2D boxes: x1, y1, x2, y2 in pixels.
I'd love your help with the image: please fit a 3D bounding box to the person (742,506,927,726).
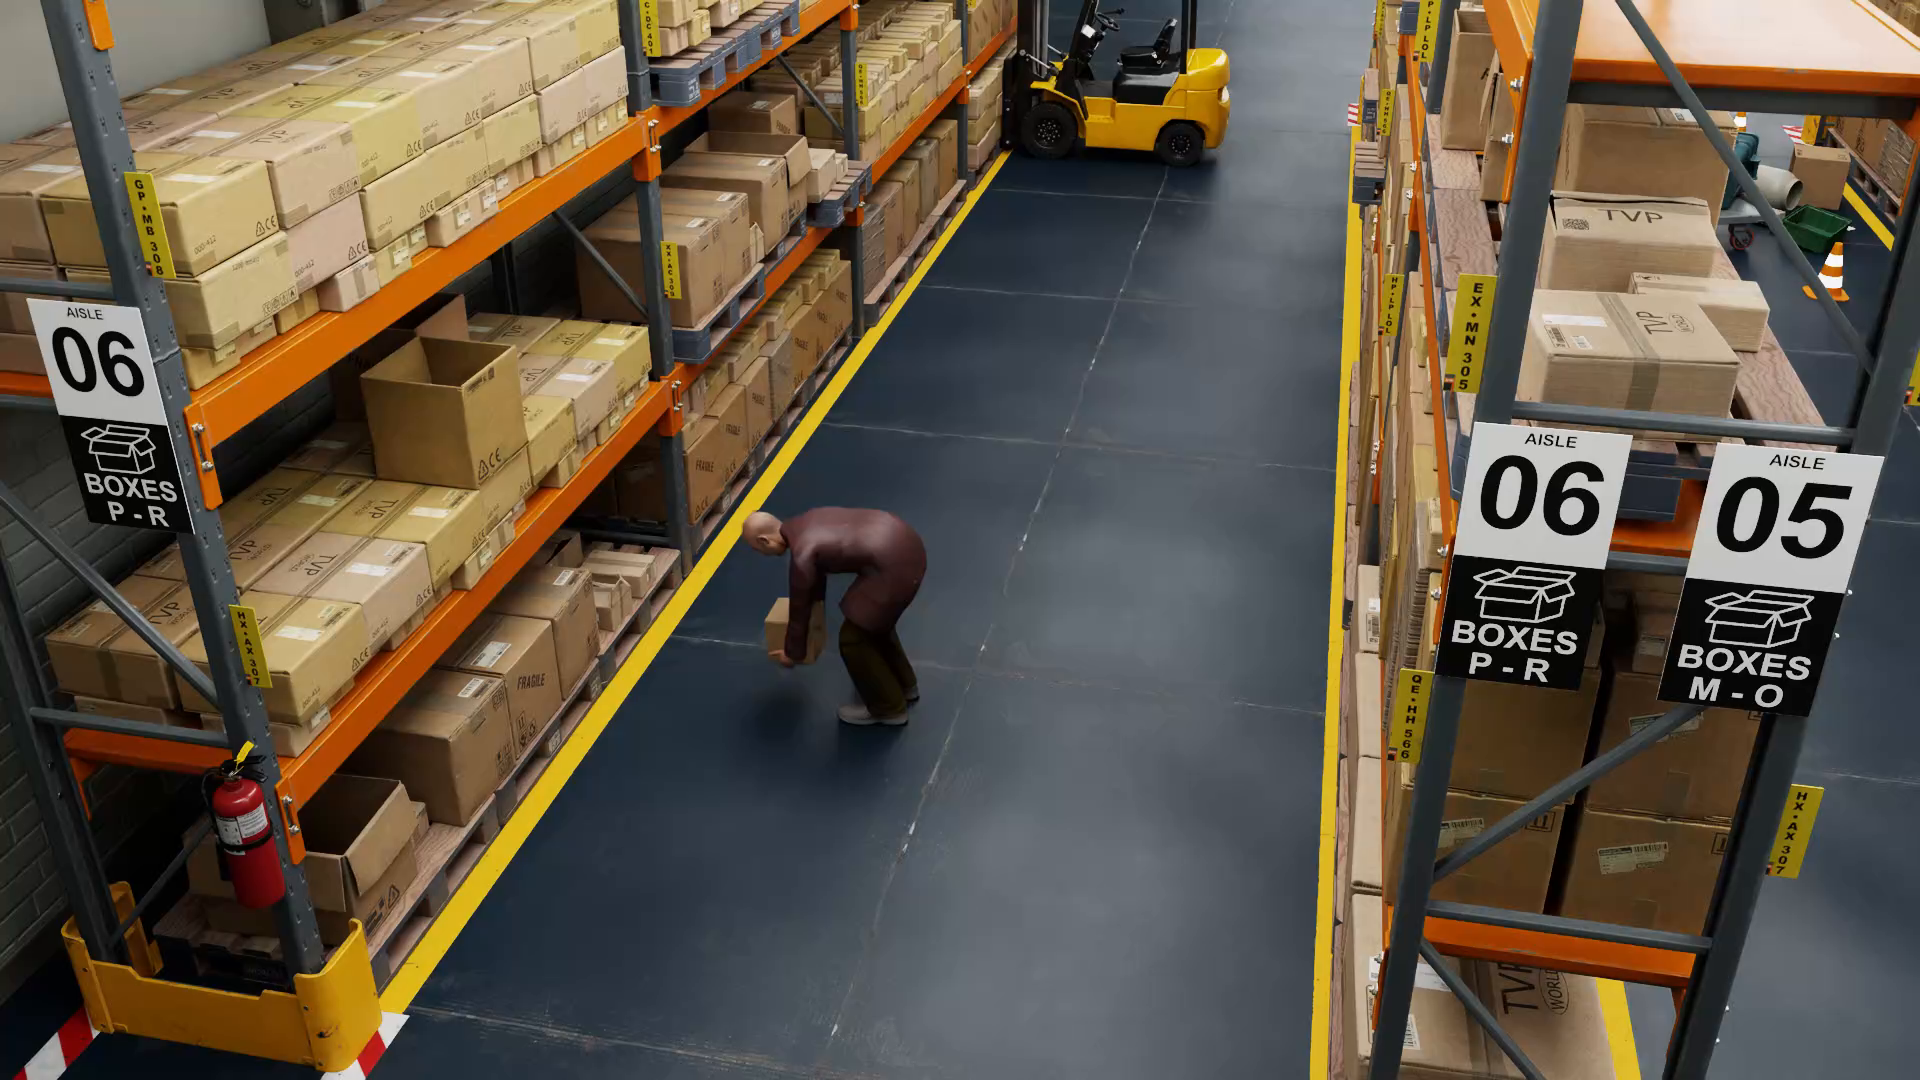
[{"bbox_3d":[-0.638,0.363,8.640,0.948,1.140,0.538,5,29,9],"label":"person"}]
